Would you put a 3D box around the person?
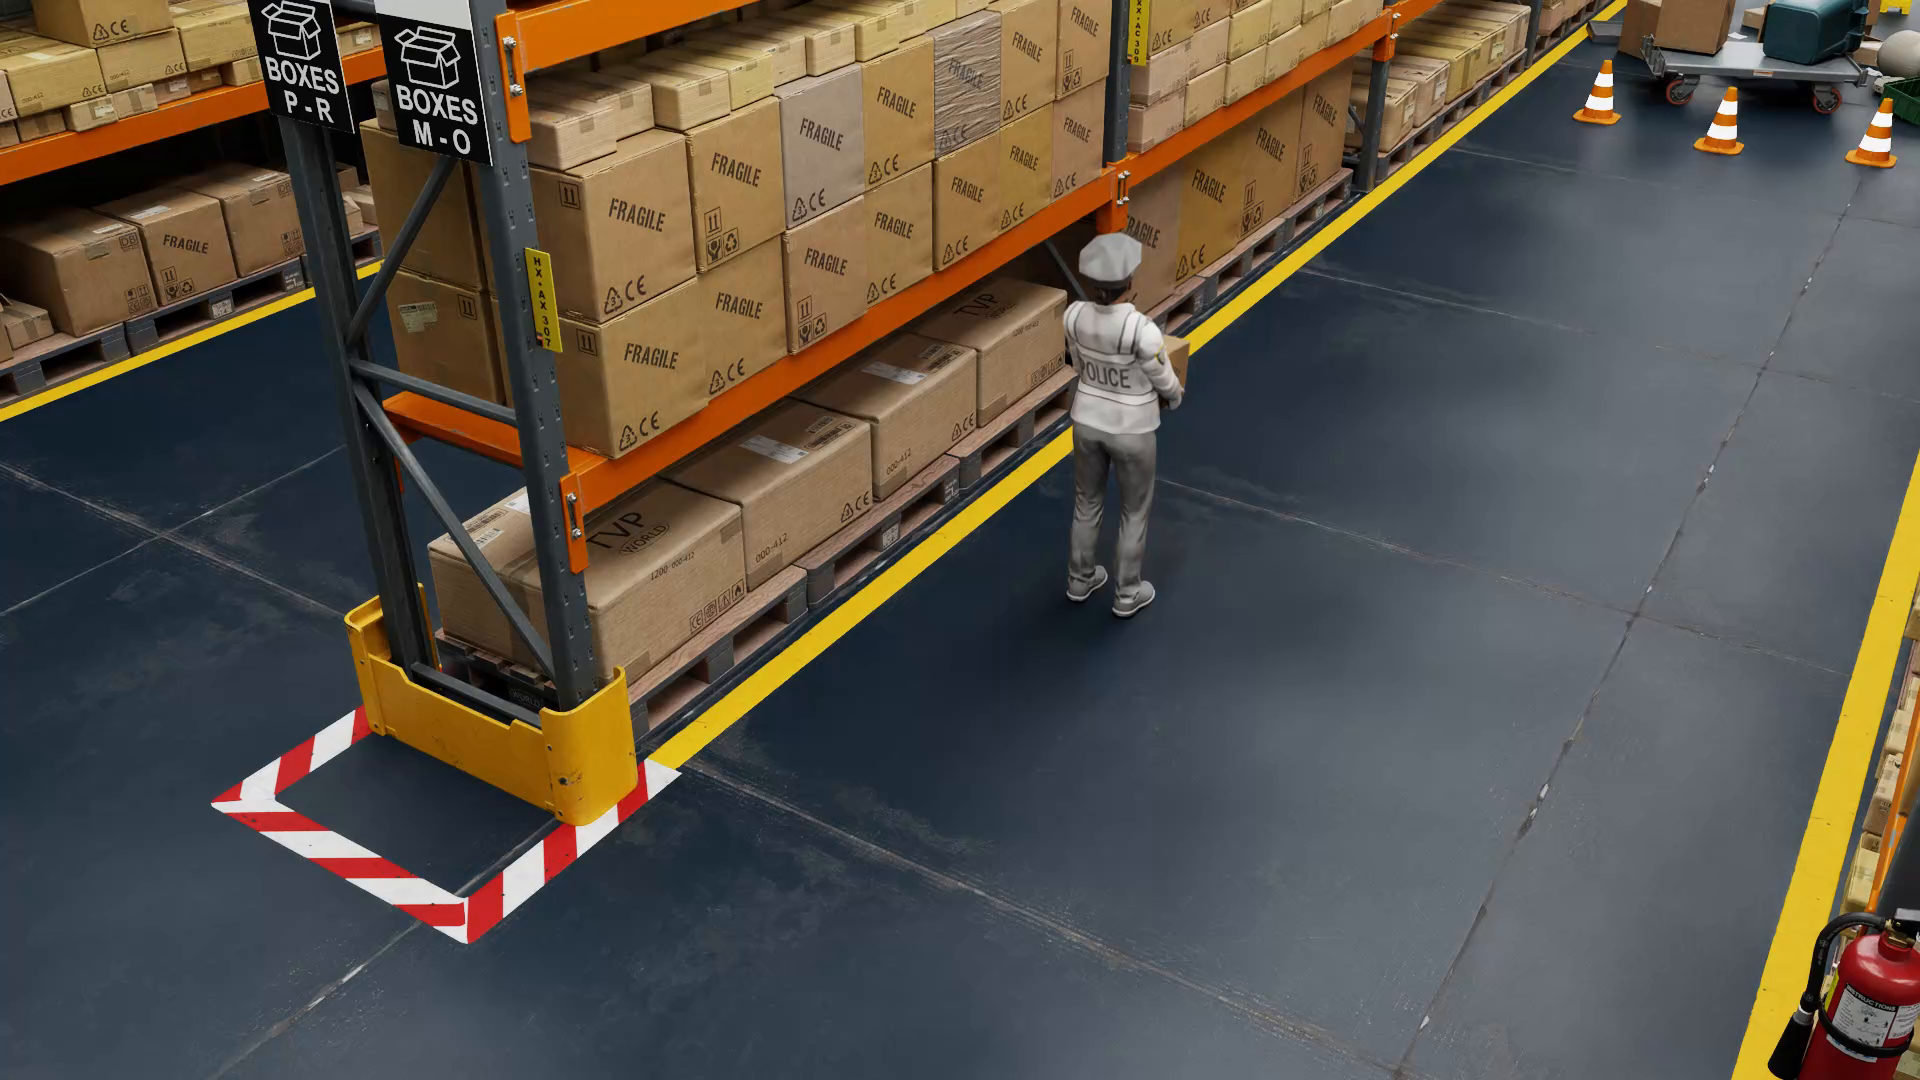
[{"bbox_3d":[0.683,-0.492,6.941,0.459,1.687,0.556,19,35,28],"label":"person"}]
